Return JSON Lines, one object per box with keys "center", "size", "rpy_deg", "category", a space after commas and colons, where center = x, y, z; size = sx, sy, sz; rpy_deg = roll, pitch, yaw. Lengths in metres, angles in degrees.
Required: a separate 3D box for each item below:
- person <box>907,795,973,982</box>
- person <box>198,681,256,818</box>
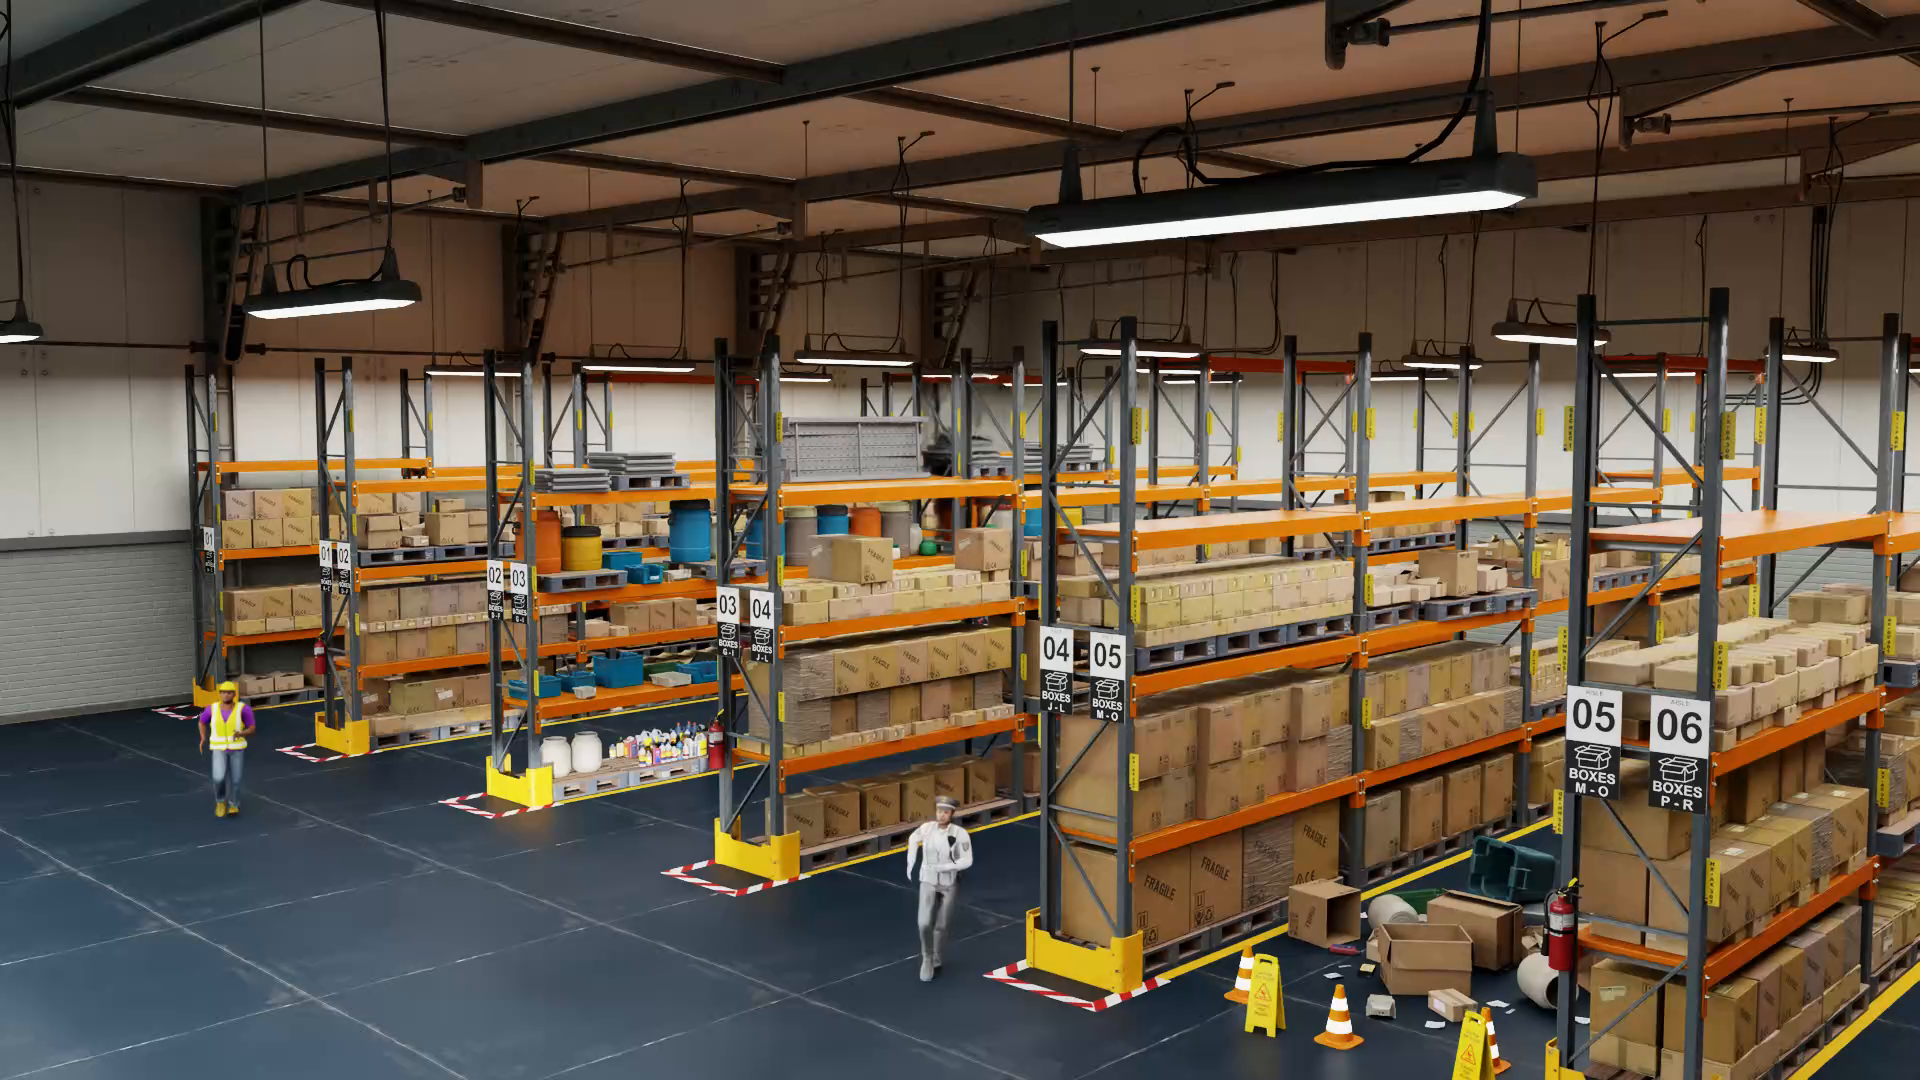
{"center": [-0.187, 3.169, 15.244], "size": [0.600, 1.714, 0.646], "rpy_deg": [0, 4, 1], "category": "person"}
{"center": [-9.300, 2.667, 21.117], "size": [0.685, 1.740, 0.665], "rpy_deg": [-2, 5, -22], "category": "person"}
